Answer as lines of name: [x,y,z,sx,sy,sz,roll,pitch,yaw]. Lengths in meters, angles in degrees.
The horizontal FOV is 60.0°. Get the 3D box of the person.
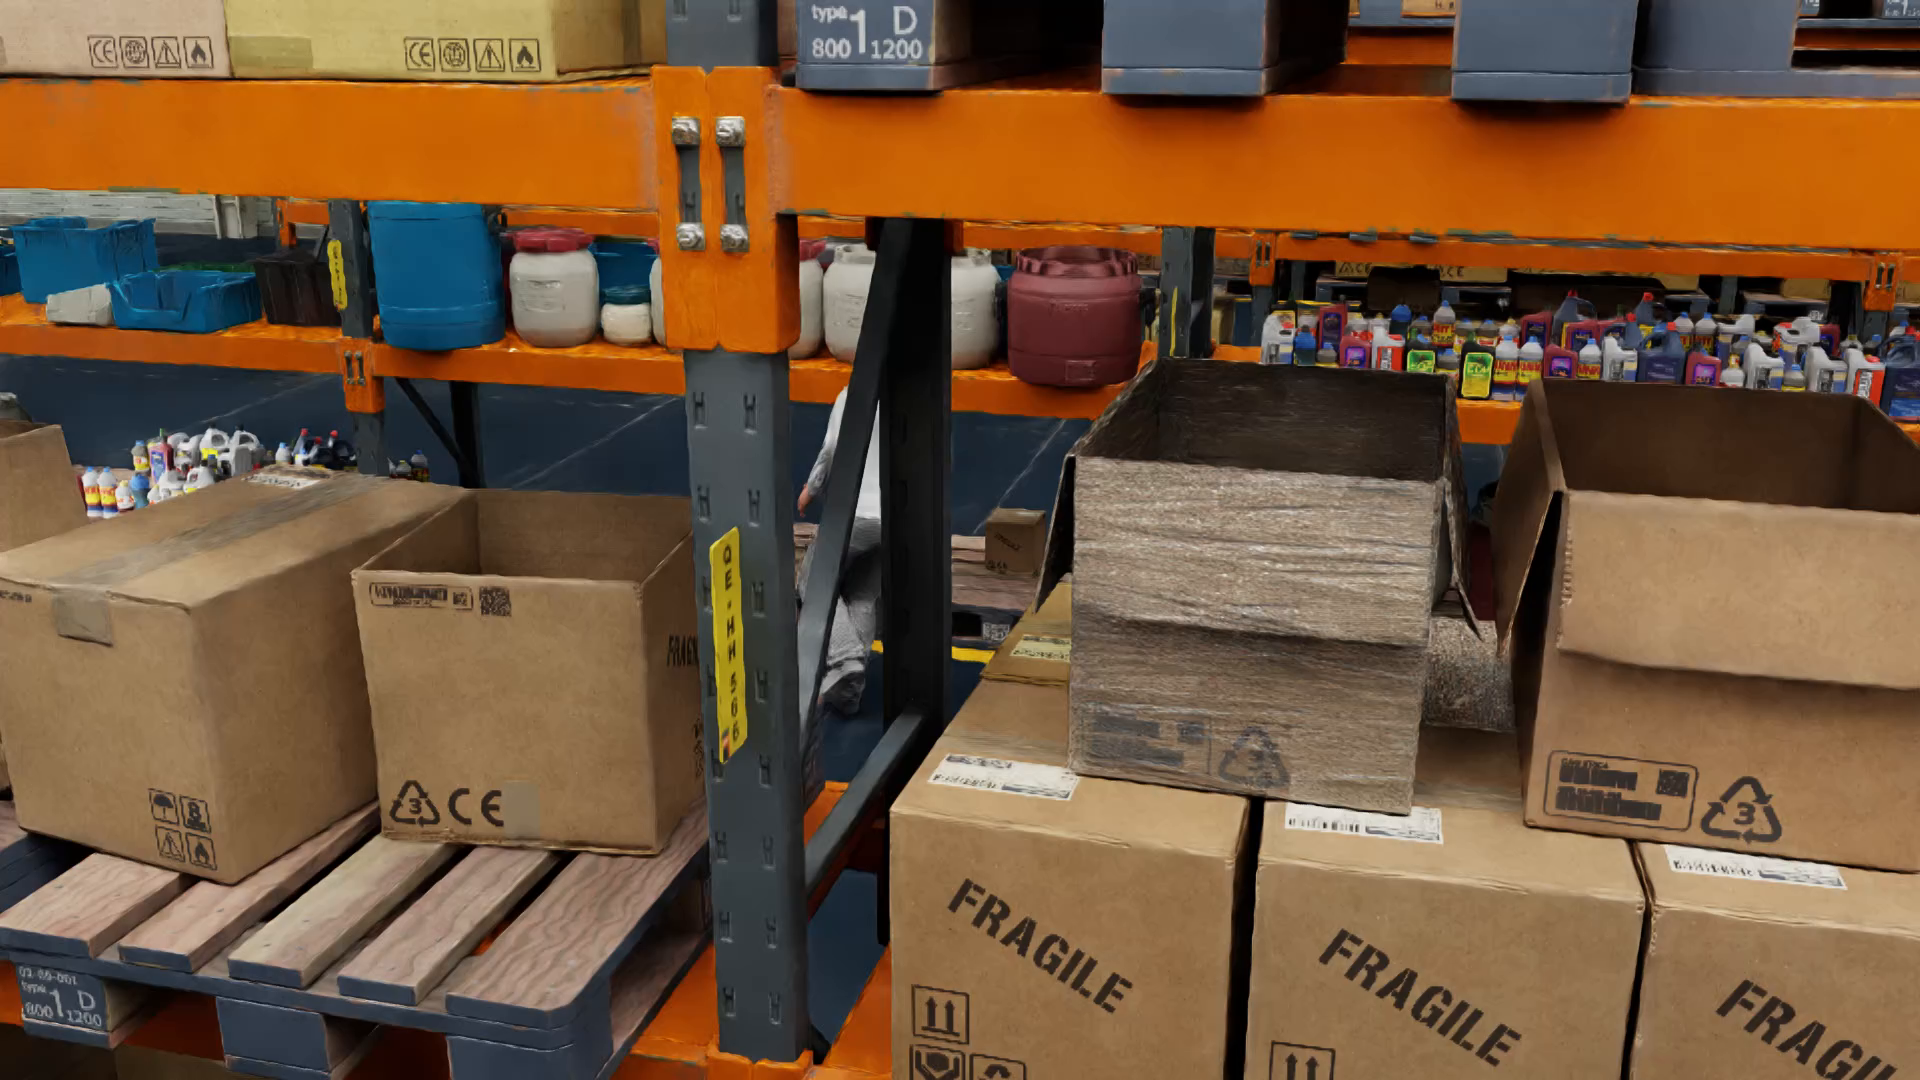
person: [-0.394,-0.143,7.065,0.702,1.698,0.483,-14,23,-36]
